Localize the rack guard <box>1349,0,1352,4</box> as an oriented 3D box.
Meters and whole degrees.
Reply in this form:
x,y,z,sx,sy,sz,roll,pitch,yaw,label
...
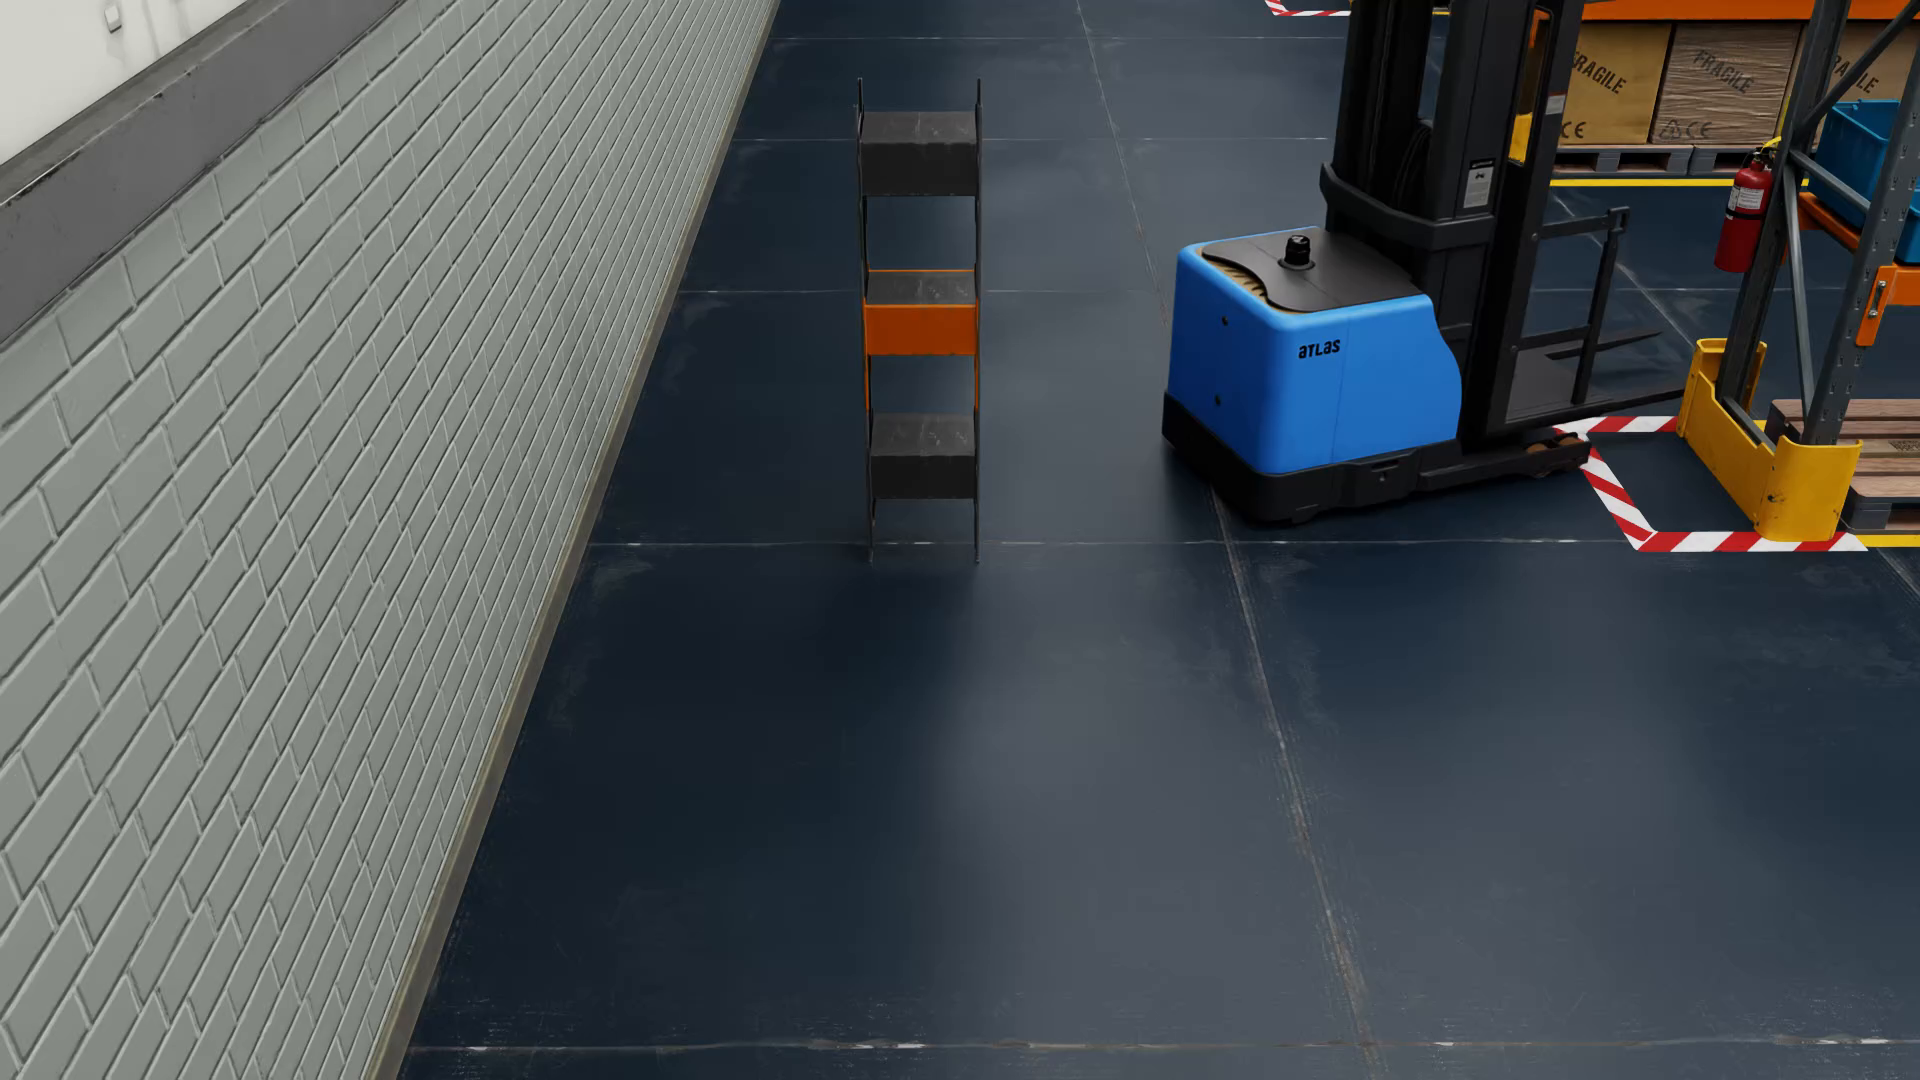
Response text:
x,y,z,sx,sy,sz,roll,pitch,yaw,label
4.053,-5.658,16.594,0.348,0.500,1.175,0,31,0,rack guard

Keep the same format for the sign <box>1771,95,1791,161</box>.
x,y,z,sx,sy,sz,roll,pitch,yaw,label
3.916,-1.939,7.898,0.005,0.325,0.100,0,31,0,sign

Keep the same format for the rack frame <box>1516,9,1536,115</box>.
x,y,z,sx,sy,sz,roll,pitch,yaw,label
3.906,-4.154,11.704,0.127,3.000,1.000,0,31,0,rack frame

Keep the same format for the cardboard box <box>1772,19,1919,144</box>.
x,y,z,sx,sy,sz,roll,pitch,yaw,label
6.345,-3.474,12.227,0.875,0.875,0.875,0,31,0,cardboard box

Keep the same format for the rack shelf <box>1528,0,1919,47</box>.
x,y,z,sx,sy,sz,roll,pitch,yaw,label
5.905,-3.852,11.901,4.000,0.370,1.077,0,31,0,rack shelf

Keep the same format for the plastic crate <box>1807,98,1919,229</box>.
x,y,z,sx,sy,sz,roll,pitch,yaw,label
4.269,-1.723,7.606,0.499,0.435,0.616,0,31,0,plastic crate

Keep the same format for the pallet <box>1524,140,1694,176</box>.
x,y,z,sx,sy,sz,roll,pitch,yaw,label
4.705,-3.004,12.498,1.213,0.211,1.003,0,31,0,pallet

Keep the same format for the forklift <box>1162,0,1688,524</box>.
x,y,z,sx,sy,sz,roll,pitch,yaw,label
2.603,-1.804,7.897,3.031,2.935,1.130,-12,33,-18,forklift

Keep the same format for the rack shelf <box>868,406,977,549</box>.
x,y,z,sx,sy,sz,roll,pitch,yaw,label
-0.166,-0.287,7.575,0.480,0.518,0.431,0,31,0,rack shelf

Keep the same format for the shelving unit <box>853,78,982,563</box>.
x,y,z,sx,sy,sz,roll,pitch,yaw,label
-0.166,-0.897,7.205,0.503,2.100,0.431,0,31,0,shelving unit

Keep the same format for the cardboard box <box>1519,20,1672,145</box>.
x,y,z,sx,sy,sz,roll,pitch,yaw,label
4.545,-3.468,12.218,0.875,0.875,0.875,0,31,0,cardboard box

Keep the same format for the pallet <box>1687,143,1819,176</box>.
x,y,z,sx,sy,sz,roll,pitch,yaw,label
5.922,-3.007,12.502,1.213,0.211,1.003,0,31,0,pallet

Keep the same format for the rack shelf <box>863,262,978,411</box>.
x,y,z,sx,sy,sz,roll,pitch,yaw,label
-0.166,-0.886,7.212,0.480,0.518,0.431,0,31,0,rack shelf

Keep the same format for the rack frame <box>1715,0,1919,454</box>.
x,y,z,sx,sy,sz,roll,pitch,yaw,label
3.935,-1.584,7.470,0.127,3.000,1.000,0,31,0,rack frame

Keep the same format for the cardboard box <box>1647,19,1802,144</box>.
x,y,z,sx,sy,sz,roll,pitch,yaw,label
5.455,-3.471,12.223,0.875,0.875,0.875,0,31,0,cardboard box

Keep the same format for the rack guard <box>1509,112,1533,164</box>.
x,y,z,sx,sy,sz,roll,pitch,yaw,label
3.882,-3.085,12.352,0.348,0.500,1.175,0,31,0,rack guard

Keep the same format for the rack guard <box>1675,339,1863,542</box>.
x,y,z,sx,sy,sz,roll,pitch,yaw,label
3.911,-0.509,8.107,0.348,0.500,1.175,0,31,0,rack guard

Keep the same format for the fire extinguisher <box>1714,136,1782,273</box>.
x,y,z,sx,sy,sz,roll,pitch,yaw,label
3.782,-1.627,7.974,0.183,0.674,0.296,0,31,0,fire extinguisher

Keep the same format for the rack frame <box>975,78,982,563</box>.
x,y,z,sx,sy,sz,roll,pitch,yaw,label
0.078,-0.898,7.206,0.015,2.100,0.400,0,31,0,rack frame

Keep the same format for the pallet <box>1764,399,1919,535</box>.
x,y,z,sx,sy,sz,roll,pitch,yaw,label
4.760,-0.375,8.164,1.213,0.211,1.003,0,31,0,pallet

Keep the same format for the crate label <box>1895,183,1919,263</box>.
x,y,z,sx,sy,sz,roll,pitch,yaw,label
4.184,-1.369,7.217,0.303,0.233,0.416,0,31,0,crate label

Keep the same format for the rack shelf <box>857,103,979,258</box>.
x,y,z,sx,sy,sz,roll,pitch,yaw,label
-0.166,-1.484,6.848,0.480,0.518,0.431,0,31,0,rack shelf

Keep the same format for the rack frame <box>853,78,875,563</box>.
x,y,z,sx,sy,sz,roll,pitch,yaw,label
-0.410,-0.896,7.203,0.015,2.100,0.400,0,31,0,rack frame

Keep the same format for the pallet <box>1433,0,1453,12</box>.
x,y,z,sx,sy,sz,roll,pitch,yaw,label
4.865,-5.519,16.643,1.213,0.211,1.003,0,31,0,pallet

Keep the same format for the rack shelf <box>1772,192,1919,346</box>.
x,y,z,sx,sy,sz,roll,pitch,yaw,label
5.935,-1.283,7.667,4.000,0.370,1.077,0,31,0,rack shelf
